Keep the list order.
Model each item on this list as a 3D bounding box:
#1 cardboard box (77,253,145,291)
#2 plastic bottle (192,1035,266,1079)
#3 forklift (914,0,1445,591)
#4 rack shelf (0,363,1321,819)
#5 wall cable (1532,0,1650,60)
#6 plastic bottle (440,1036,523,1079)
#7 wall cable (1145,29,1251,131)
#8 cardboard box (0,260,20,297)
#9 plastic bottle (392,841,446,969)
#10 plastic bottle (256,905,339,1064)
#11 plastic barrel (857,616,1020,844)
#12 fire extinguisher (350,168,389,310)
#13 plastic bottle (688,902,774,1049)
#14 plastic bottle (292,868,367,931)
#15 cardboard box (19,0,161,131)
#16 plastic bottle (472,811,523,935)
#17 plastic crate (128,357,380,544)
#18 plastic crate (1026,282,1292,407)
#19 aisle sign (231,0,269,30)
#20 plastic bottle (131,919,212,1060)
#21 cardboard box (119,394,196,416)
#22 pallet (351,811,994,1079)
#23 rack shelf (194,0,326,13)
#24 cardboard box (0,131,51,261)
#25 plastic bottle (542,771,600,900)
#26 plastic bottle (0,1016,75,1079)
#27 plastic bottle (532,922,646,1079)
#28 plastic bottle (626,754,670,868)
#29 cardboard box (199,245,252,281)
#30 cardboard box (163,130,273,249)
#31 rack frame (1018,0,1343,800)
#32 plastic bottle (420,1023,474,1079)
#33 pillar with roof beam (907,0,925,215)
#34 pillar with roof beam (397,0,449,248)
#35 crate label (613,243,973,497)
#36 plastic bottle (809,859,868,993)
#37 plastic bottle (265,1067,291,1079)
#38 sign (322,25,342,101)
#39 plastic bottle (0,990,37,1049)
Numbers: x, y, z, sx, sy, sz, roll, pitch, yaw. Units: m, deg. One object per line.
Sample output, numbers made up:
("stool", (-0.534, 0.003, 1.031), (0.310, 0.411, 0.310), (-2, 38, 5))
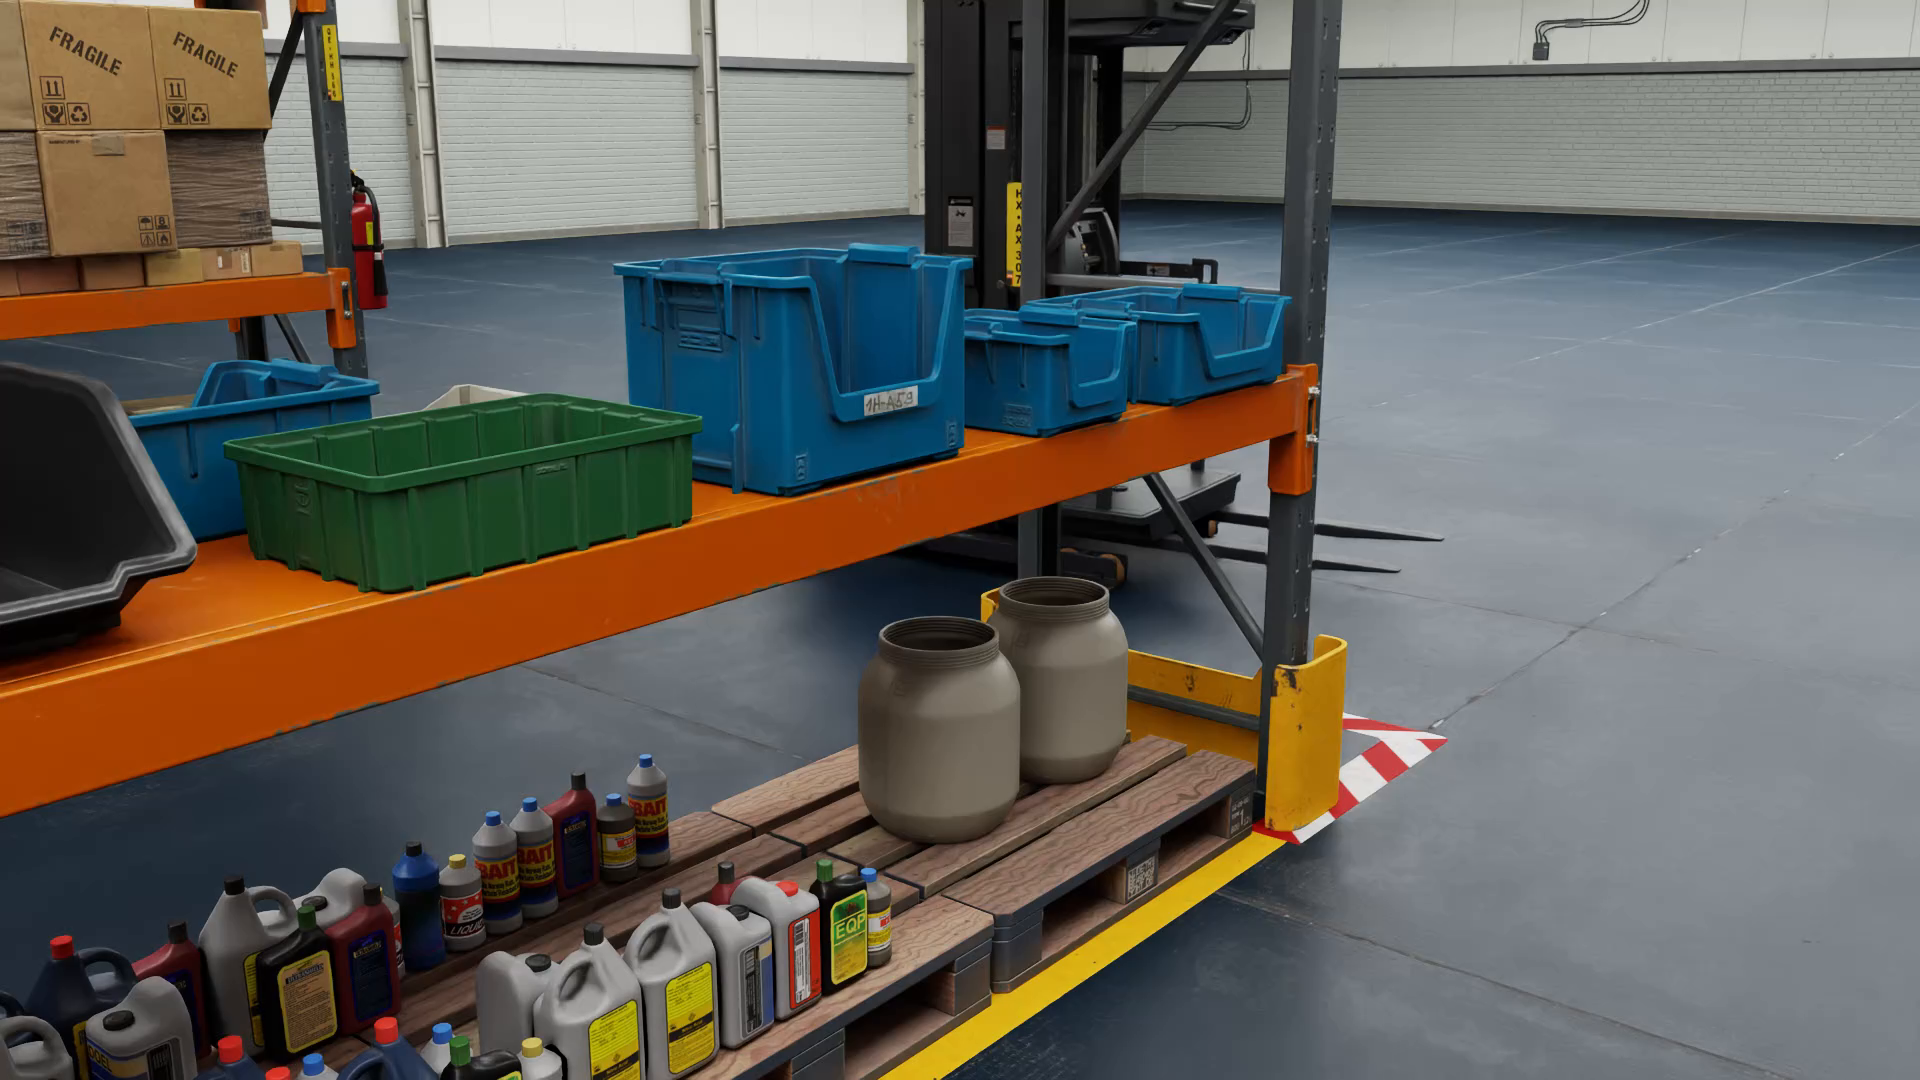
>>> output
("cardboard box", (-3.699, -1.158, 7.101), (0.380, 0.149, 0.250), (11, 18, 38))
("plastic bottle", (-1.181, 0.975, 2.680), (0.144, 0.351, 0.185), (11, 18, 38))
("forklift", (0.655, -1.342, 7.453), (3.031, 2.935, 1.130), (9, 17, 31))
("rack shelf", (-0.642, -0.018, 3.561), (1.077, 0.370, 4.000), (11, 18, 38))
("wall cable", (13.163, -13.011, 34.158), (2.305, 6.003, 0.169), (11, 18, 38))
("plastic bottle", (-0.814, 0.968, 2.842), (0.061, 0.283, 0.133), (12, 19, 40))
("wall cable", (5.789, -11.330, 40.754), (3.097, 2.526, 0.112), (11, 18, 38))
("cardboard box", (-4.028, -1.066, 6.735), (0.380, 0.149, 0.250), (11, 18, 38))
("plastic bottle", (-1.172, 0.782, 3.598), (0.097, 0.271, 0.097), (0, 14, 0))
("plastic bottle", (-1.299, 0.864, 3.251), (0.061, 0.283, 0.133), (11, 18, 38))
("plastic barrel", (-0.054, 0.487, 4.314), (0.421, 0.512, 0.421), (0, 14, 0))
("fire extinguisher", (-2.807, -1.429, 7.812), (0.296, 0.674, 0.183), (11, 18, 38))
("plastic bottle", (-0.465, 0.848, 3.332), (0.152, 0.276, 0.135), (11, 18, 36))
("plastic bottle", (-1.289, 0.827, 3.415), (0.152, 0.276, 0.135), (12, 18, 39))
("cardboard box", (-3.700, -1.953, 6.880), (0.500, 0.500, 0.500), (11, 18, 38))
("plastic bottle", (-1.045, 0.744, 3.751), (0.097, 0.271, 0.097), (0, 14, 0))
("plastic crate", (-1.414, -0.165, 2.983), (0.499, 0.251, 0.616), (11, 18, 38))
("plastic crate", (0.534, -0.535, 4.439), (0.499, 0.251, 0.616), (11, 18, 38))
("aisle sign", (-3.431, -2.834, 7.907), (0.394, 0.787, 0.004), (11, 18, 38))
("plastic bottle", (-1.527, 0.878, 3.199), (0.061, 0.283, 0.133), (13, 19, 41))
("cardboard box", (-3.642, -0.391, 7.793), (0.500, 0.500, 0.500), (-12, 18, -39))
("pallet", (-0.678, 1.011, 3.713), (1.003, 0.211, 1.213), (11, 18, 38))
("rack shelf", (-4.494, -2.238, 6.209), (1.077, 0.370, 4.000), (11, 18, 38))
("cardboard box", (-4.173, -1.404, 6.750), (0.875, 0.500, 0.500), (11, 18, 38))
("plastic bottle", (-0.923, 0.694, 3.924), (0.061, 0.283, 0.133), (12, 18, 38))
("plastic bottle", (-1.606, 0.942, 2.810), (0.144, 0.351, 0.185), (11, 18, 38))
("plastic bottle", (-0.683, 0.879, 3.055), (0.144, 0.351, 0.185), (11, 18, 37))
("plastic bottle", (-0.766, 0.659, 4.085), (0.097, 0.271, 0.097), (0, 14, 0))
("cardboard box", (-3.413, -1.260, 7.500), (0.380, 0.149, 0.250), (11, 18, 38))
("cardboard box", (-3.604, -1.607, 7.550), (0.875, 0.500, 0.500), (11, 18, 38))
("rack frame", (0.615, -0.749, 4.980), (1.000, 3.000, 0.127), (11, 18, 38))
("plastic bottle", (-0.887, 0.965, 2.878), (0.097, 0.271, 0.097), (0, 14, 0))
("pillar with roof beam", (2.486, -10.660, 31.811), (9.100, 9.000, 0.400), (11, 18, 38))
("pillar with roof beam", (-5.056, -8.362, 22.764), (9.100, 9.000, 0.400), (11, 18, 38))
("crate label", (-0.331, -0.372, 3.424), (0.502, 0.435, 0.616), (11, 18, 38))
("plastic bottle", (-0.257, 0.799, 3.510), (0.061, 0.283, 0.133), (12, 18, 39))
("plastic bottle", (-1.068, 0.997, 2.592), (0.144, 0.351, 0.185), (12, 18, 39))
("sign", (-2.818, -2.140, 7.463), (0.100, 0.325, 0.005), (11, 18, 38))
("plastic bottle", (-1.718, 0.919, 2.898), (0.144, 0.351, 0.185), (11, 18, 36))
